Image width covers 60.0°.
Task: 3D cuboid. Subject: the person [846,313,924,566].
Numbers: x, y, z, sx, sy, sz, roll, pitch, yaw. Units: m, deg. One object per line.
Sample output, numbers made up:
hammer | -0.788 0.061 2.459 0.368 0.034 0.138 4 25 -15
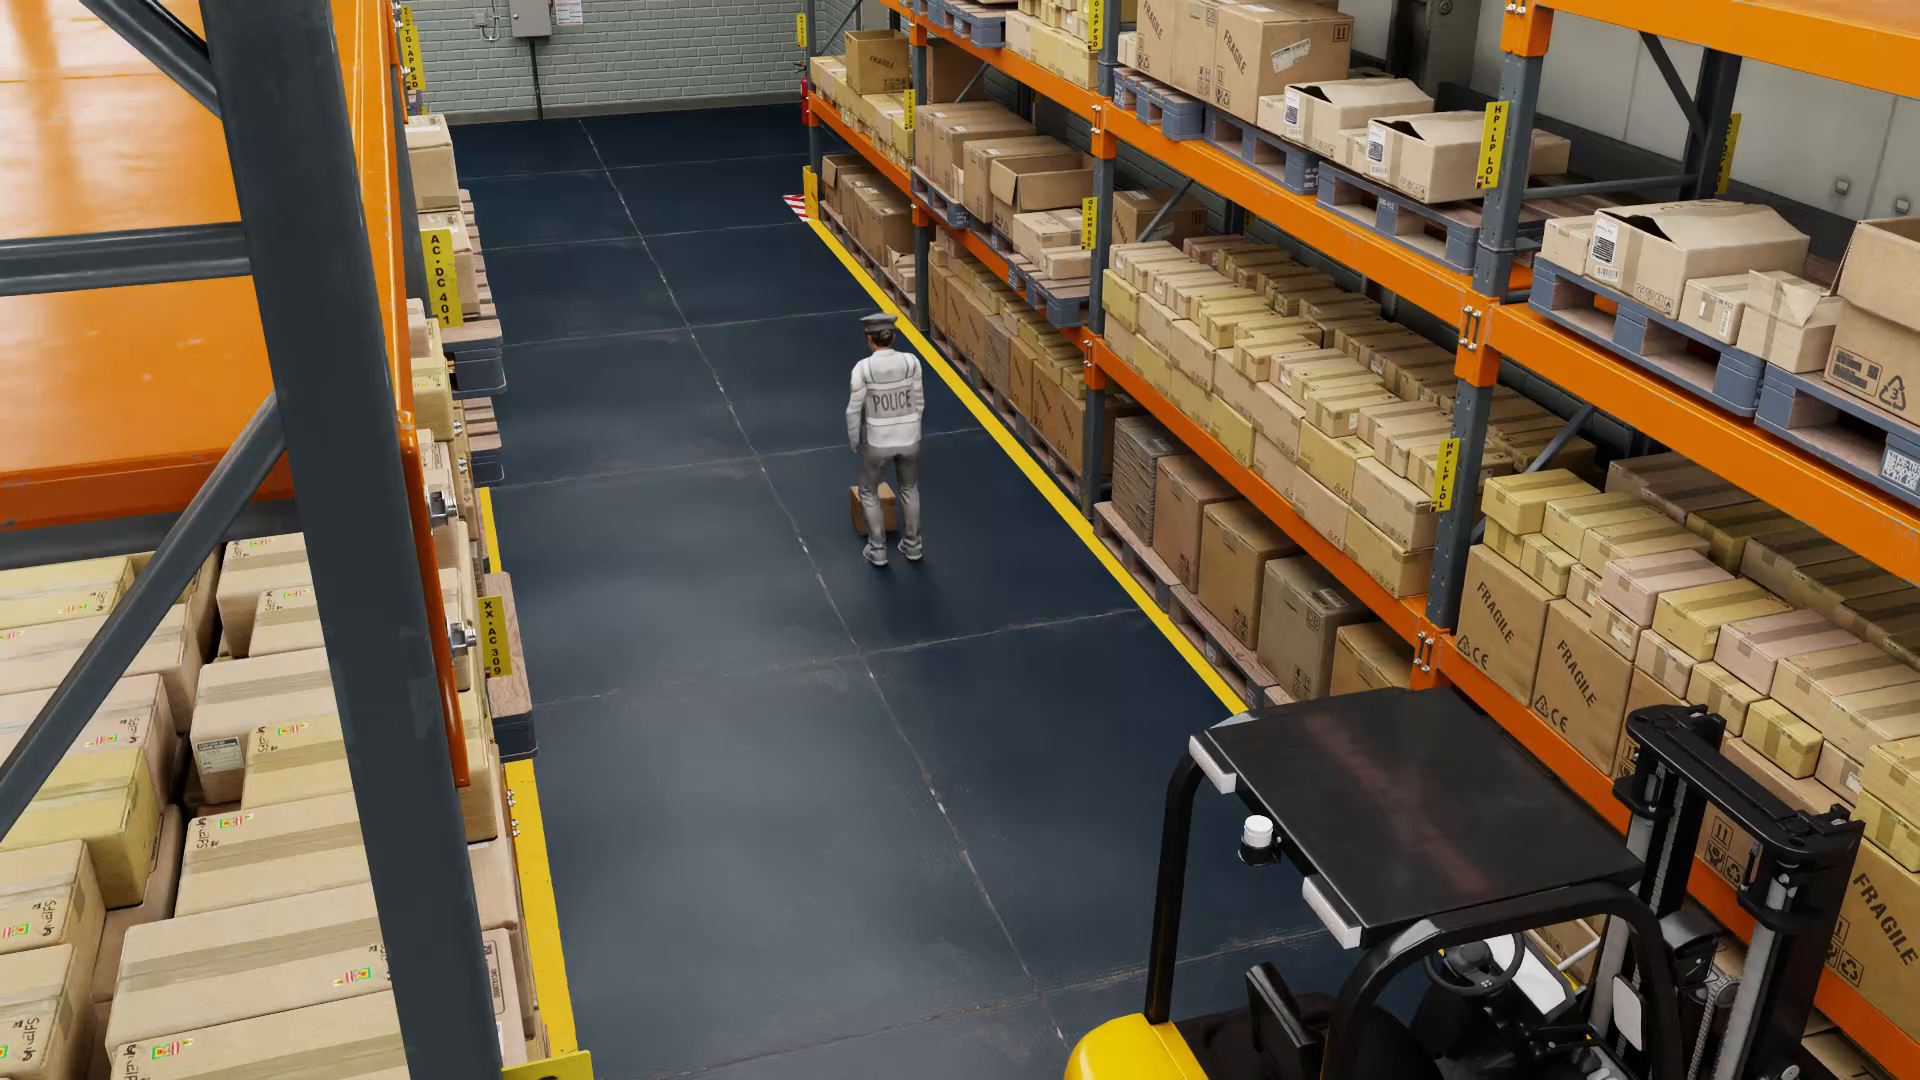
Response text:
person | -0.466 -0.621 10.418 0.500 1.626 0.446 -8 27 -15
